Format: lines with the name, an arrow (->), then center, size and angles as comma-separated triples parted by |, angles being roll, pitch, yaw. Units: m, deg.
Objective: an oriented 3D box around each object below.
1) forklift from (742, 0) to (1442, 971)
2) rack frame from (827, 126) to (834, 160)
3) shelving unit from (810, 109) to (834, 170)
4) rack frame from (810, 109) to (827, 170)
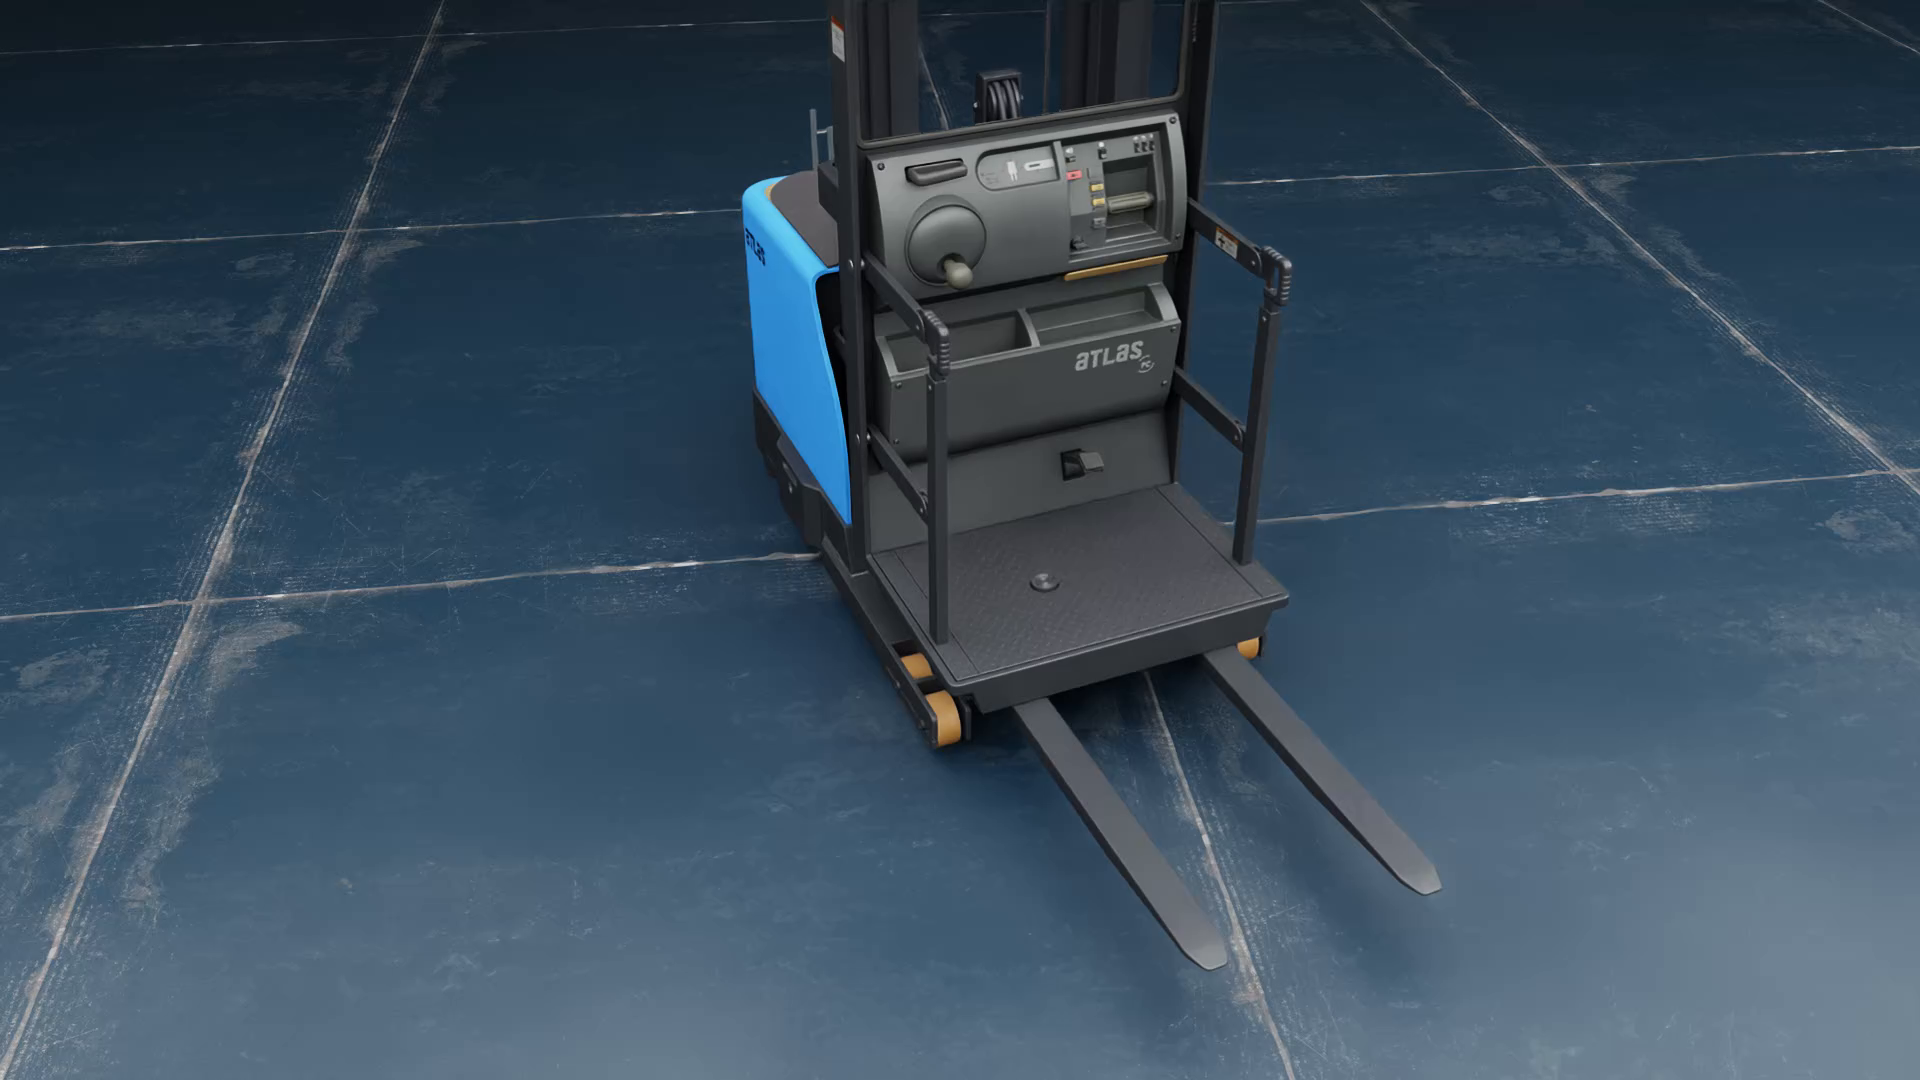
forklift -> 0.290, -0.880, 4.438 | 1.130, 2.935, 3.031 | -13, 37, -19
rack frame -> -0.344, -0.944, 6.070 | 0.240, 1.200, 0.006 | -13, 37, -19
shelving unit -> -0.380, -0.992, 6.140 | 0.258, 1.200, 0.189 | -13, 37, -19
rack frame -> -0.416, -1.039, 6.210 | 0.240, 1.200, 0.006 | -13, 37, -19
